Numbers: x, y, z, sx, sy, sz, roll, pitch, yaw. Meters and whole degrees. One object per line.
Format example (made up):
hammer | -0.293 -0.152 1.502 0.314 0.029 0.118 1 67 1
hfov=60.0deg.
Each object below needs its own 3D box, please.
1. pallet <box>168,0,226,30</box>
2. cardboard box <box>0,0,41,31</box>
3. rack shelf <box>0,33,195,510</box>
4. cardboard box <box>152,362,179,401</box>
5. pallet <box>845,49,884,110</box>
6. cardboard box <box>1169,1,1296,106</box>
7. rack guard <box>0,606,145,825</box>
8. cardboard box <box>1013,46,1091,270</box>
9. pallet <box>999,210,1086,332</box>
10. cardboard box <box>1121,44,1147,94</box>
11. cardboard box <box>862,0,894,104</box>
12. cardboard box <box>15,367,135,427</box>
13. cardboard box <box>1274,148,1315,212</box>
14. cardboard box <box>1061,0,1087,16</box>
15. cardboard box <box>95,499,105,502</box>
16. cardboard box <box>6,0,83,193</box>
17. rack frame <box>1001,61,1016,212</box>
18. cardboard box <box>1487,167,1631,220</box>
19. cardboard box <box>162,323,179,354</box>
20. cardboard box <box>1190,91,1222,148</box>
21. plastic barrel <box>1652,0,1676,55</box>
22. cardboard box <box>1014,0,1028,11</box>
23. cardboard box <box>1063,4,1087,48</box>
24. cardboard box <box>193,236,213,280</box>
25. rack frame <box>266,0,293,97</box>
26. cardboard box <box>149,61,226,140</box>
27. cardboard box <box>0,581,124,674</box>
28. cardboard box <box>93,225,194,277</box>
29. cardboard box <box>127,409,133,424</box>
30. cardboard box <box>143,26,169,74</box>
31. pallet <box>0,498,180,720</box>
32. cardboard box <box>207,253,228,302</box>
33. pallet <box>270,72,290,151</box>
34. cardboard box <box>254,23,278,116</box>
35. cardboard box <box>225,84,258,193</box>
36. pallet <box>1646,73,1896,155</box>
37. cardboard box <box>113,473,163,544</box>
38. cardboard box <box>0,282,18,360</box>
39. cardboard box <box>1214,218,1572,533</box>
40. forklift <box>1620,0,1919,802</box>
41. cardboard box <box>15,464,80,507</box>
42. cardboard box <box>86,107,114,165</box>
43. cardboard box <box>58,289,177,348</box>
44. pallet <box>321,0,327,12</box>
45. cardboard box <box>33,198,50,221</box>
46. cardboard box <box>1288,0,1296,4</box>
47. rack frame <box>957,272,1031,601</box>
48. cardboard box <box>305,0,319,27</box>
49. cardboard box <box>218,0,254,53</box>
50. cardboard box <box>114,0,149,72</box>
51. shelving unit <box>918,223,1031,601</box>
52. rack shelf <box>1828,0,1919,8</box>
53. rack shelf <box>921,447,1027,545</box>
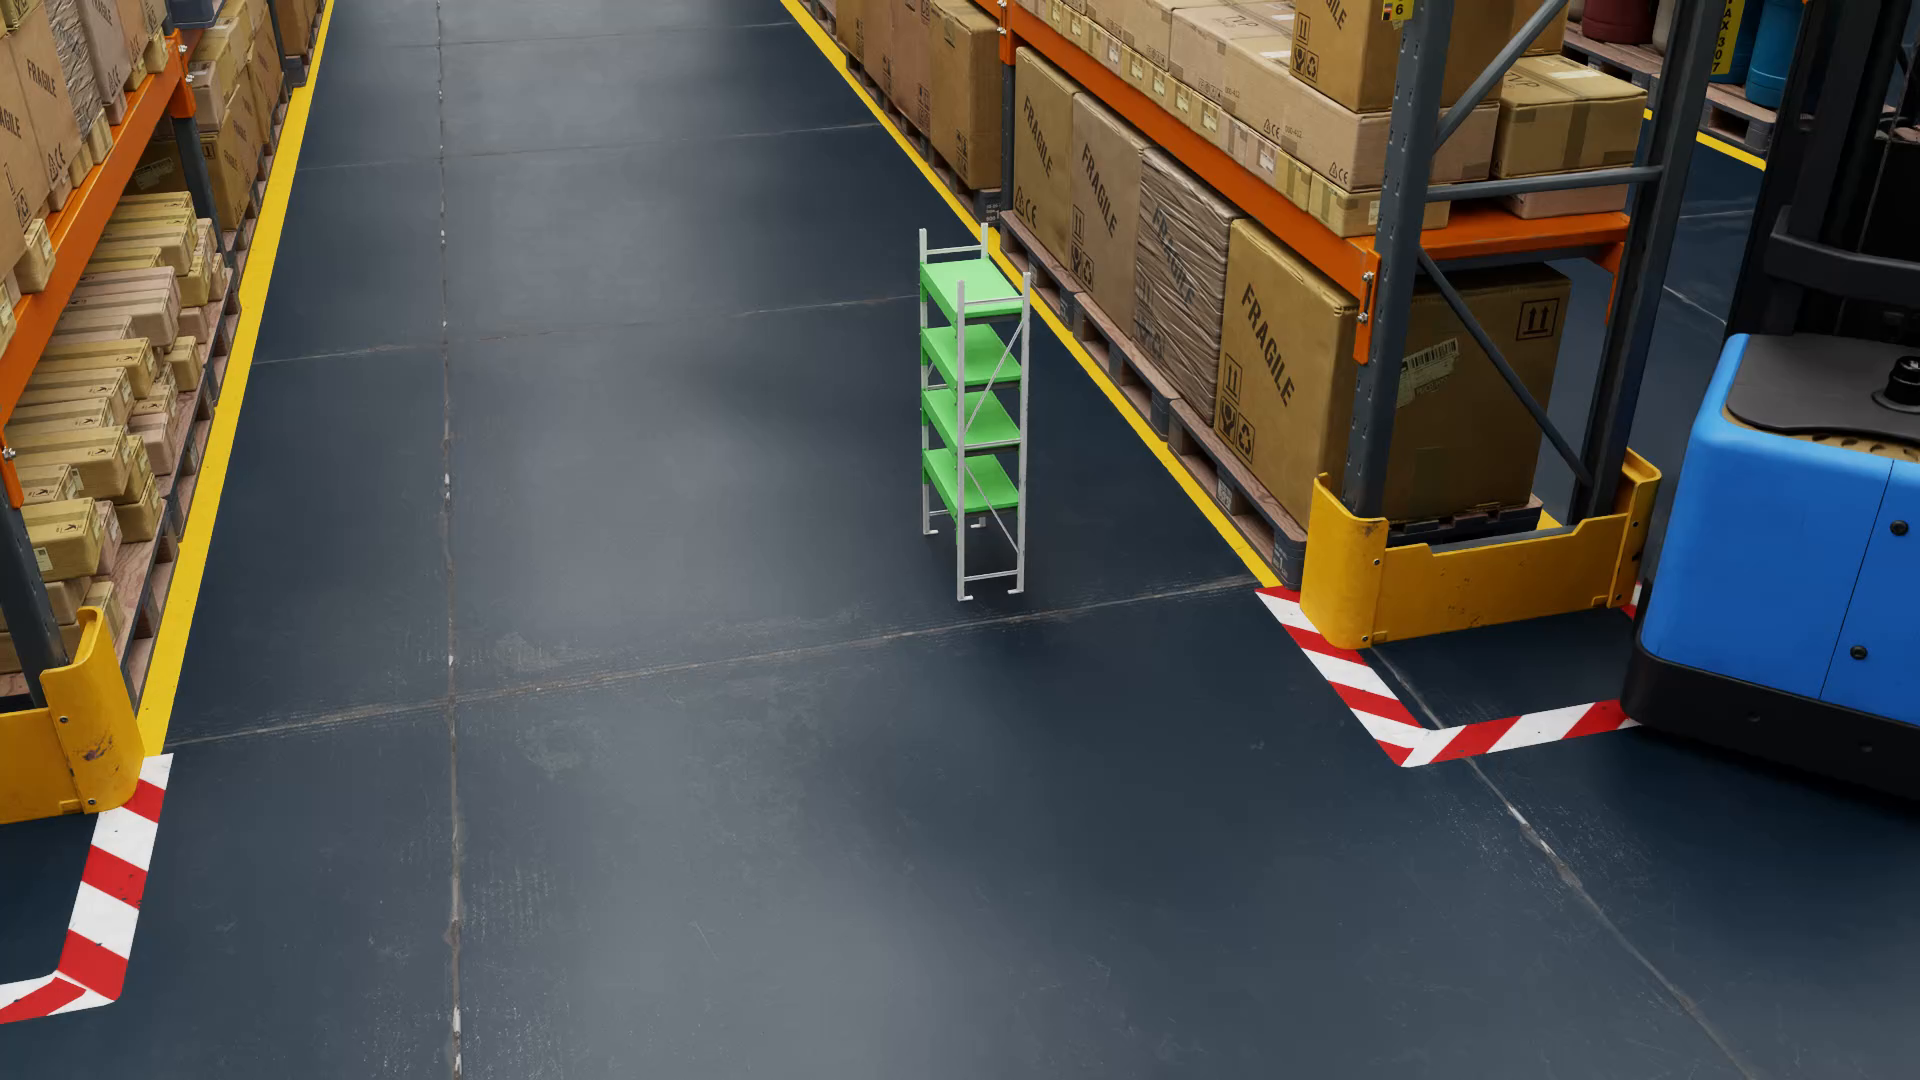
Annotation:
pallet | -4.153 -2.718 8.143 1.003 0.211 1.213 -8 31 -13
cardboard box | -3.148 -1.835 5.031 0.500 0.500 0.500 -9 31 -14
rack shelf | -3.559 -1.135 5.935 1.077 0.370 4.000 -8 31 -13
cardboard box | -3.378 -0.582 6.687 0.380 0.149 0.250 -7 31 -12
pallet | -0.206 -3.358 11.840 1.003 0.211 1.213 -8 31 -13
cardboard box | 1.127 -1.845 6.296 0.500 0.250 0.500 -9 31 -15
rack guard | -3.048 0.564 4.776 1.175 0.500 0.348 -8 31 -13
cardboard box | 0.817 -1.956 8.337 0.875 0.875 0.875 -8 31 -13
pallet | 0.845 -1.439 8.525 1.003 0.211 1.213 -8 31 -13
cardboard box | 0.892 -1.975 6.918 0.380 0.149 0.250 -9 31 -15
cardboard box | 0.049 -3.450 10.918 1.225 0.875 0.875 -8 31 -13
cardboard box | -3.182 -0.484 5.925 0.380 0.149 0.250 -7 31 -11
cardboard box | 1.298 -1.236 5.642 0.380 0.149 0.250 -8 31 -13
cardboard box | 0.718 -2.585 7.574 0.500 0.250 0.500 -8 31 -14
cardboard box | -3.088 -0.091 5.542 0.380 0.149 0.250 -7 31 -13
cardboard box | -3.166 -1.400 5.277 0.500 0.500 0.500 -7 31 -13
rack frame | 0.719 -3.023 8.479 1.000 3.000 0.127 -8 31 -13
cardboard box | 2.005 -1.198 5.576 0.380 0.149 0.250 -8 31 -13
cardboard box | -3.469 -0.869 6.886 0.380 0.149 0.250 -7 31 -12
cardboard box | 1.096 -1.604 6.278 0.380 0.149 0.250 -9 31 -14
plastic barrel | 5.115 -3.679 11.675 0.421 0.512 0.421 0 30 0
cardboard box | 0.477 -2.728 8.219 0.380 0.149 0.250 -8 31 -13
cardboard box | 0.688 -2.347 7.561 0.380 0.149 0.250 -9 31 -15
cardboard box | -3.616 -1.250 7.546 0.380 0.149 0.250 -9 31 -16
rack frame | -5.152 -4.345 10.762 1.000 3.000 0.127 -8 31 -13
cardboard box | -4.031 -2.229 8.434 0.500 0.250 0.500 -9 31 -15
cardboard box | -2.859 0.276 5.206 0.380 0.149 0.250 -7 31 -12
cardboard box | -3.566 -1.243 7.237 0.380 0.149 0.250 -8 31 -14
cardboard box | -3.326 -0.470 6.198 0.380 0.149 0.250 -6 31 -11
cardboard box | -3.615 -2.087 7.112 0.380 0.149 0.250 -9 31 -15
pallet | -3.230 0.292 5.534 1.003 0.211 1.213 -8 31 -13
cardboard box | -3.657 -1.216 7.784 0.380 0.149 0.250 -7 31 -13
pallet | -4.946 -2.760 10.808 1.003 0.211 1.213 -8 31 -13
cardboard box | -4.591 -2.910 10.360 0.500 0.500 0.500 -7 31 -11
cardboard box | -4.172 -2.160 9.064 0.500 0.500 0.500 -6 31 -11
pallet | 5.330 -2.853 10.969 1.003 0.211 1.213 -8 31 -13
cardboard box | -3.042 -0.097 5.850 0.380 0.149 0.250 -7 31 -13
cardboard box | -2.798 -0.572 4.495 0.380 0.149 0.250 -8 31 -14
cardboard box | 1.534 -0.652 6.084 0.875 0.875 0.875 -8 31 -13
forklift | 3.223 -1.191 5.382 1.130 2.935 3.031 16 34 25
cardboard box | -3.029 -0.102 5.264 0.380 0.149 0.250 -7 31 -12
cardboard box | -3.304 -1.452 6.014 0.380 0.149 0.250 -7 31 -12
cardboard box | -3.328 -0.861 6.575 0.380 0.149 0.250 -9 31 -15
pallet | -5.936 -4.707 14.171 1.003 0.211 1.213 -8 31 -13
cardboard box | -3.175 -1.068 5.351 0.380 0.149 0.250 -8 31 -14
cardboard box | 1.496 -2.168 6.853 0.500 0.250 0.500 -8 31 -14
rack frame | 0.109 -0.321 5.608 0.240 1.200 0.015 -8 31 -13
cardboard box | -5.462 -4.281 12.478 1.050 0.750 0.750 -7 31 -13
cardboard box | -4.453 -2.984 9.738 0.500 0.250 0.500 -7 31 -12
cardboard box | -3.553 -2.138 6.552 0.500 0.500 0.500 -9 31 -15
shelving unit | 0.044 -0.439 5.811 0.258 1.200 0.503 -8 31 -13
rack shelf | 6.025 -2.405 8.128 1.077 0.370 4.000 -8 31 -13
rack shelf | 0.044 -0.176 5.964 0.258 0.148 0.480 -8 31 -13
